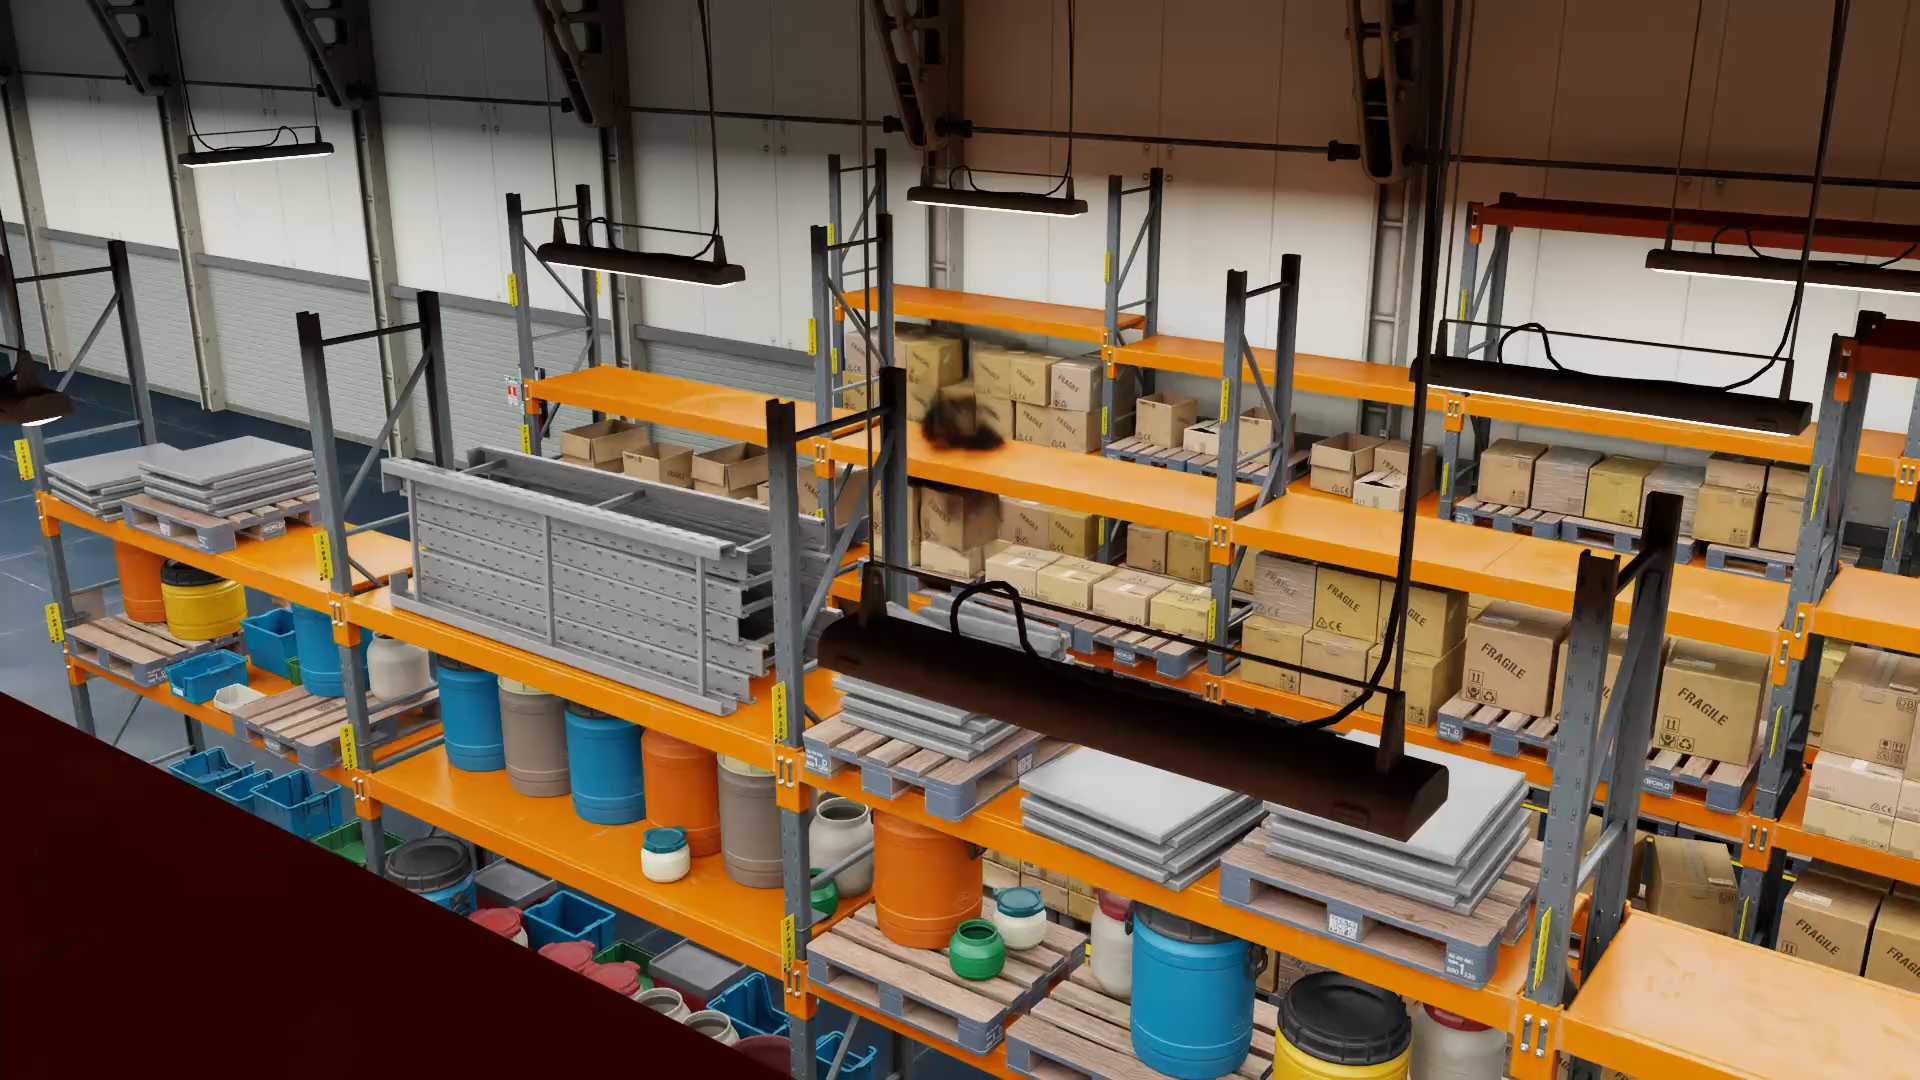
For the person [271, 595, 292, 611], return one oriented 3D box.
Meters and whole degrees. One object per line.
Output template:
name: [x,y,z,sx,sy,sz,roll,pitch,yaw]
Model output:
person: [-7.314,1.347,18.330,0.779,1.851,0.616,-9,20,-25]
